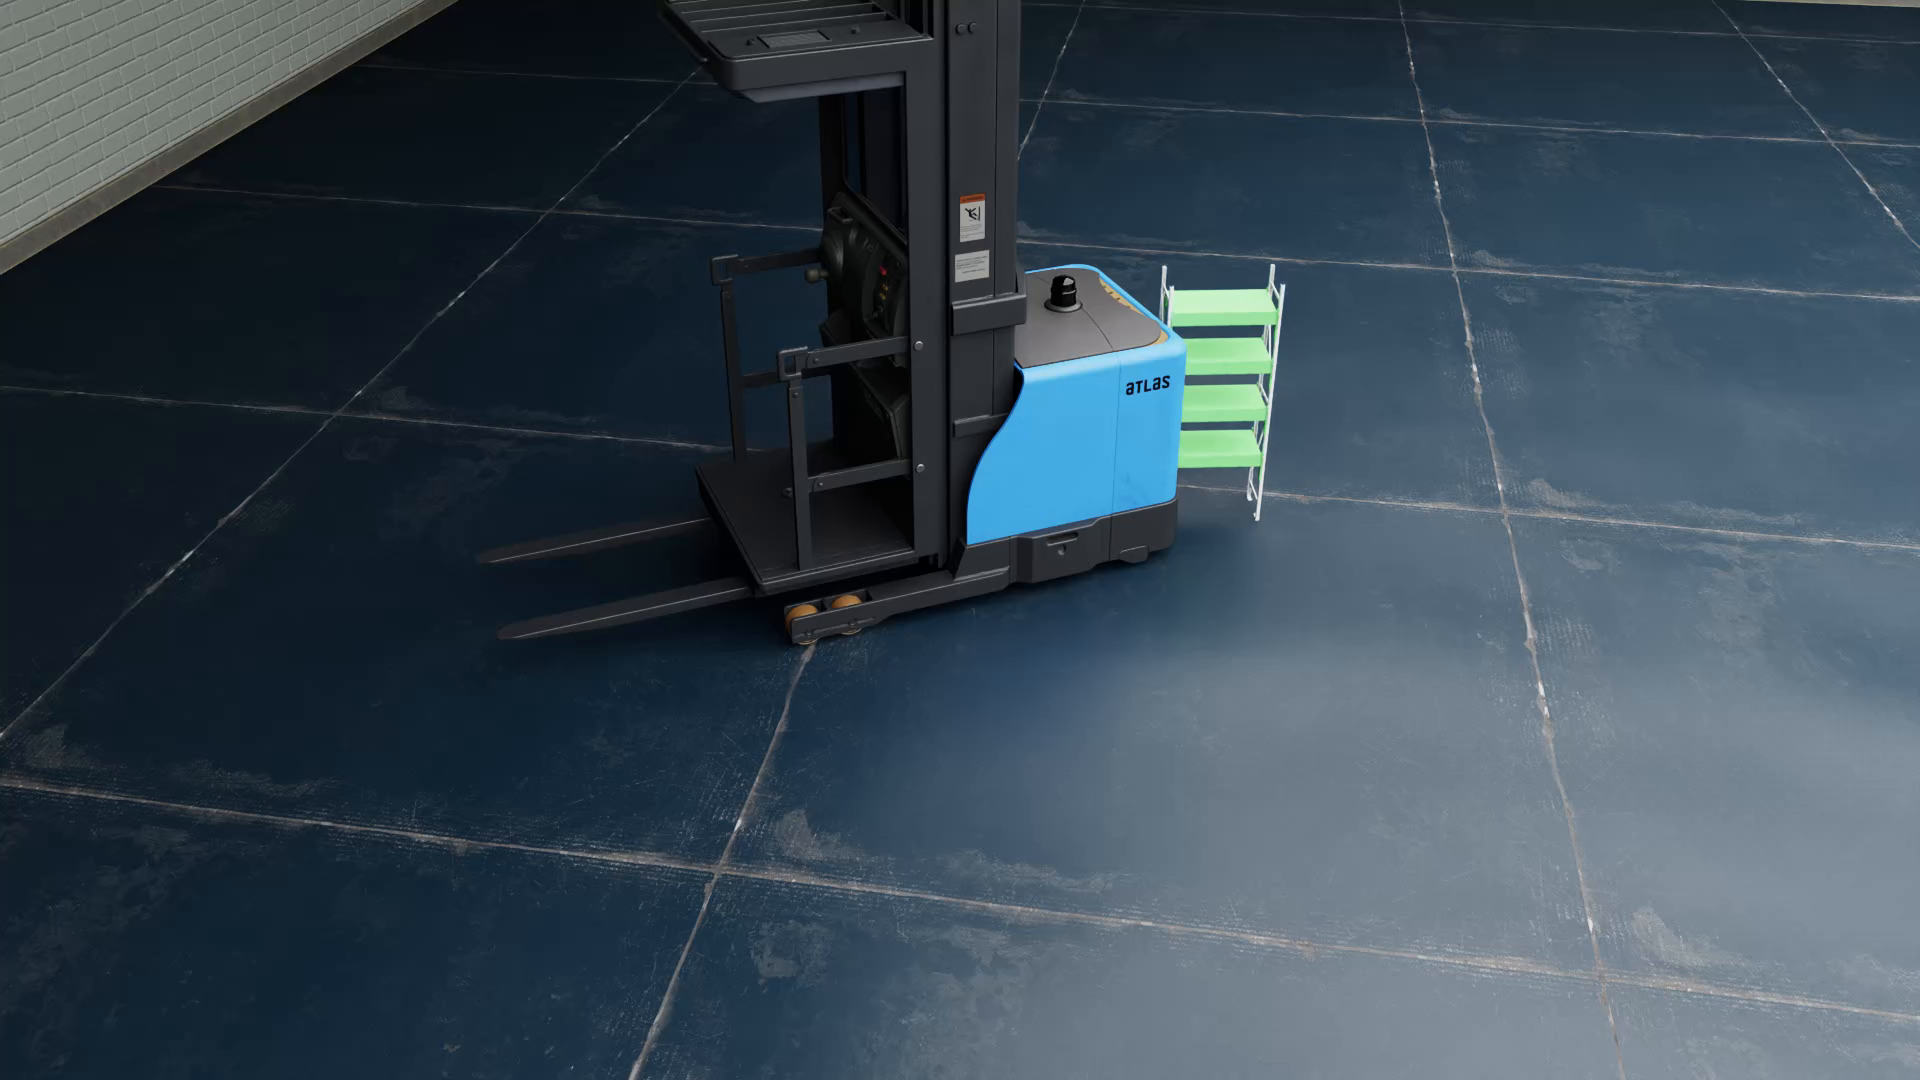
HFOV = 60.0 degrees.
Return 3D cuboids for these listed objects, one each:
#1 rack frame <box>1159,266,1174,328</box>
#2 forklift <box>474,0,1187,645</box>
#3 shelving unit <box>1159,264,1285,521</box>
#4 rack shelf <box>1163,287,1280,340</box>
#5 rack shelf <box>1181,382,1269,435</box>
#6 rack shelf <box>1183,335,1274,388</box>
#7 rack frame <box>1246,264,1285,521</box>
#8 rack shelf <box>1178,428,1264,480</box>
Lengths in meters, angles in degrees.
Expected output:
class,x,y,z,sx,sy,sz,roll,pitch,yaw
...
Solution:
class,x,y,z,sx,sy,sz,roll,pitch,yaw
rack frame,0.919,-0.654,7.664,0.015,1.200,0.240,-1,32,-2
forklift,-0.581,-1.118,6.773,3.031,2.935,1.130,-12,34,-19
shelving unit,1.163,-0.659,7.672,0.503,1.200,0.258,-1,32,-2
rack shelf,1.163,-1.012,7.452,0.480,0.148,0.258,-1,32,-2
rack shelf,1.163,-0.605,7.706,0.480,0.148,0.258,-1,32,-2
rack shelf,1.163,-0.809,7.579,0.480,0.148,0.258,-1,32,-2
rack frame,1.407,-0.665,7.681,0.015,1.200,0.240,-1,32,-2
rack shelf,1.163,-0.402,7.834,0.480,0.148,0.258,-1,32,-2
